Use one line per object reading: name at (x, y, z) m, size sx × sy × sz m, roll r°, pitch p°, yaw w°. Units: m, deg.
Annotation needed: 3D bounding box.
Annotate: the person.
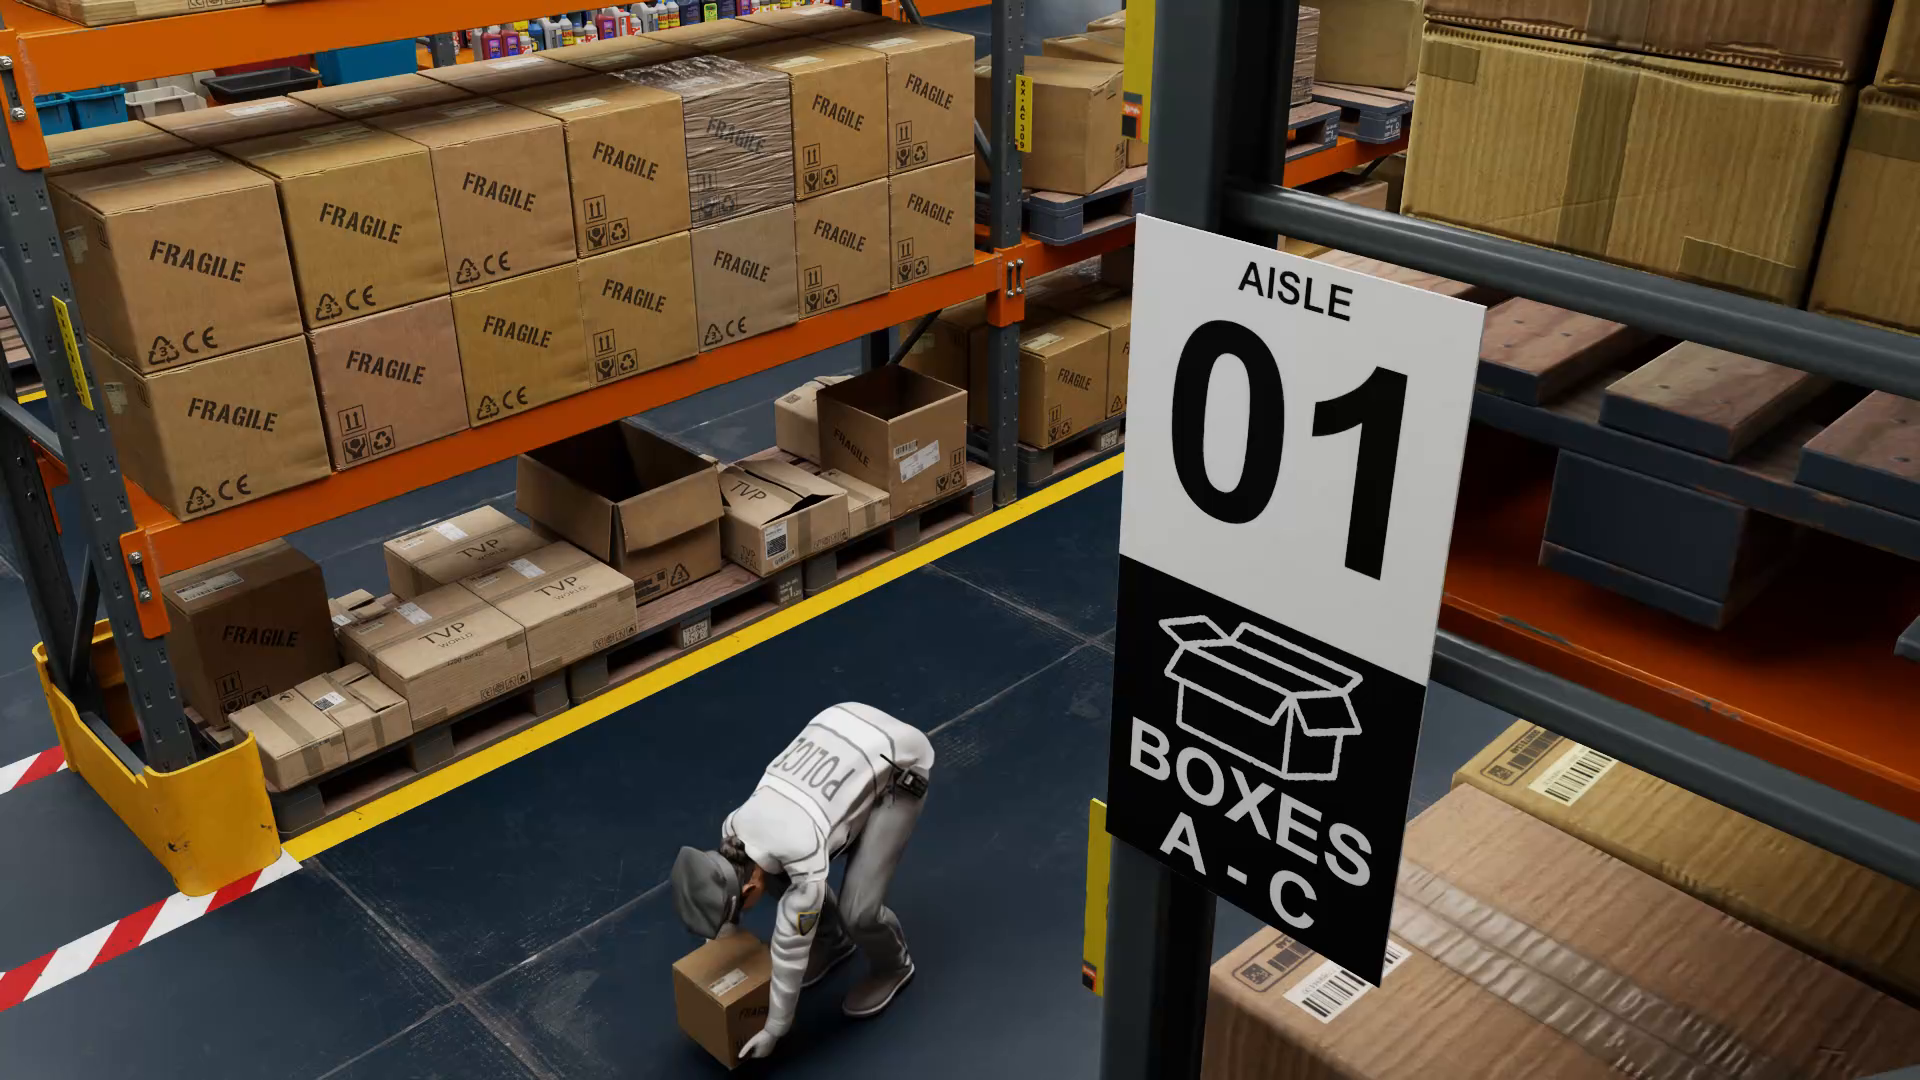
person at (-0.450, 1.030, 4.958) m, size 0.448 × 0.933 × 0.877 m, roll 23°, pitch 35°, yaw 36°
